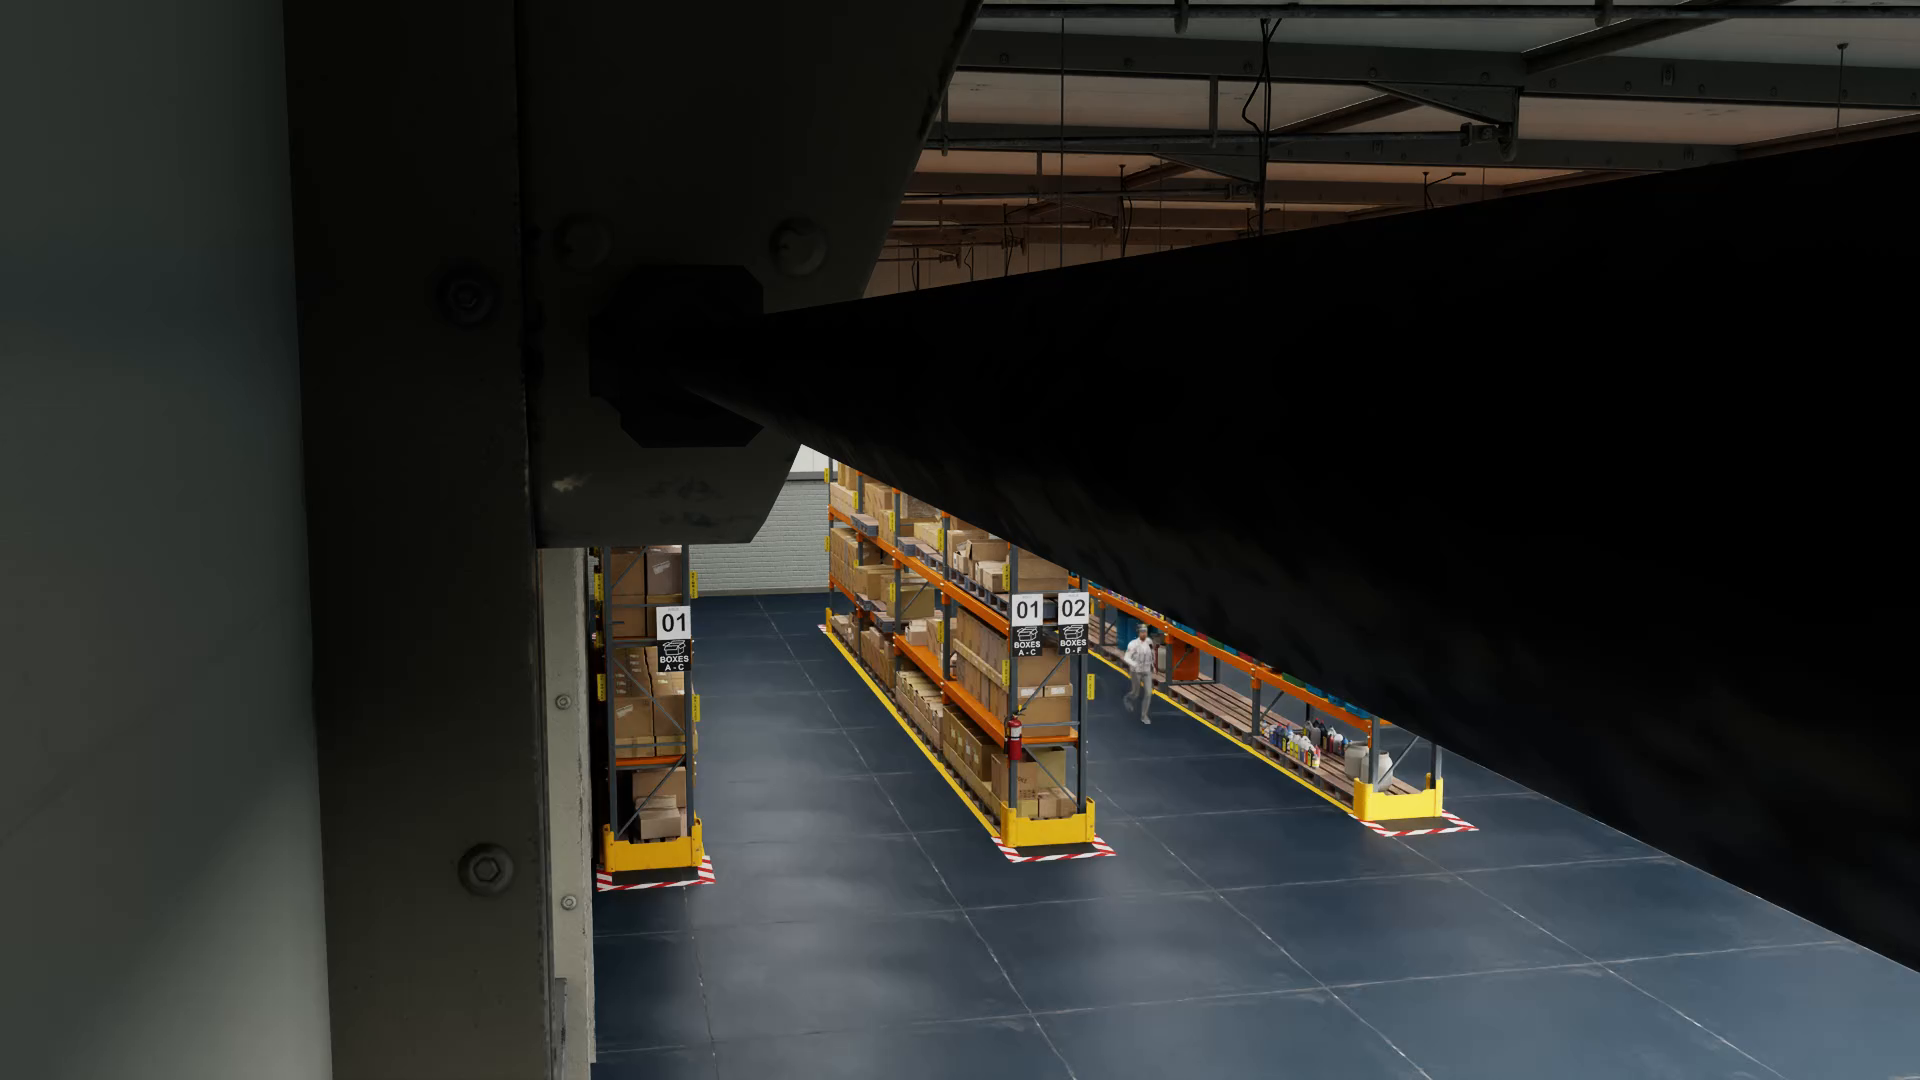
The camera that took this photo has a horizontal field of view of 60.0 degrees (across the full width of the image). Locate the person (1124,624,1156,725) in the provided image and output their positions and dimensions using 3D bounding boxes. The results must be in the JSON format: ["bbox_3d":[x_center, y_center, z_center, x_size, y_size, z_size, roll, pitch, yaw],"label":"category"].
[{"bbox_3d":[3.017,2.199,27.894,0.605,1.672,0.840,-2,7,-16],"label":"person"}]
